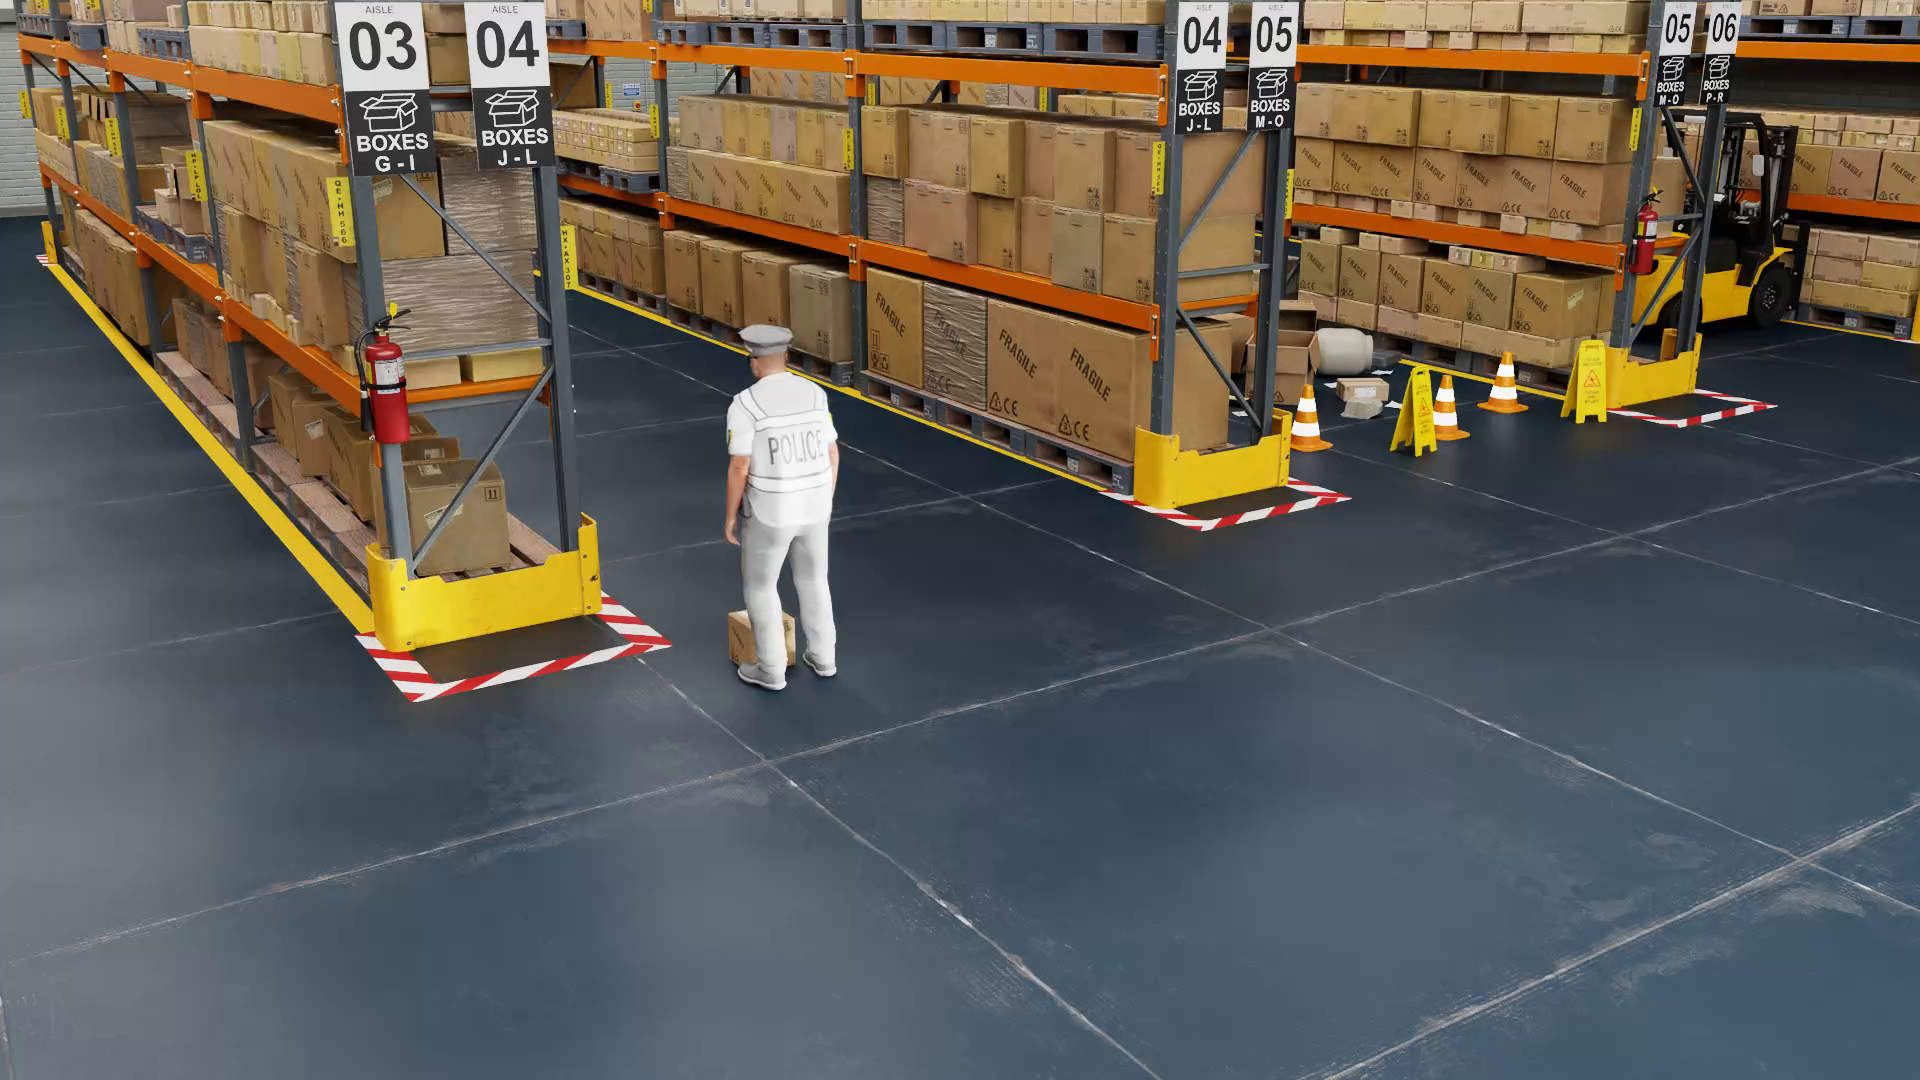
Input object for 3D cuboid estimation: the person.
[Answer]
[{"bbox_3d":[-0.846,-0.144,7.986,0.586,1.748,0.436,-11,21,-31],"label":"person"}]
